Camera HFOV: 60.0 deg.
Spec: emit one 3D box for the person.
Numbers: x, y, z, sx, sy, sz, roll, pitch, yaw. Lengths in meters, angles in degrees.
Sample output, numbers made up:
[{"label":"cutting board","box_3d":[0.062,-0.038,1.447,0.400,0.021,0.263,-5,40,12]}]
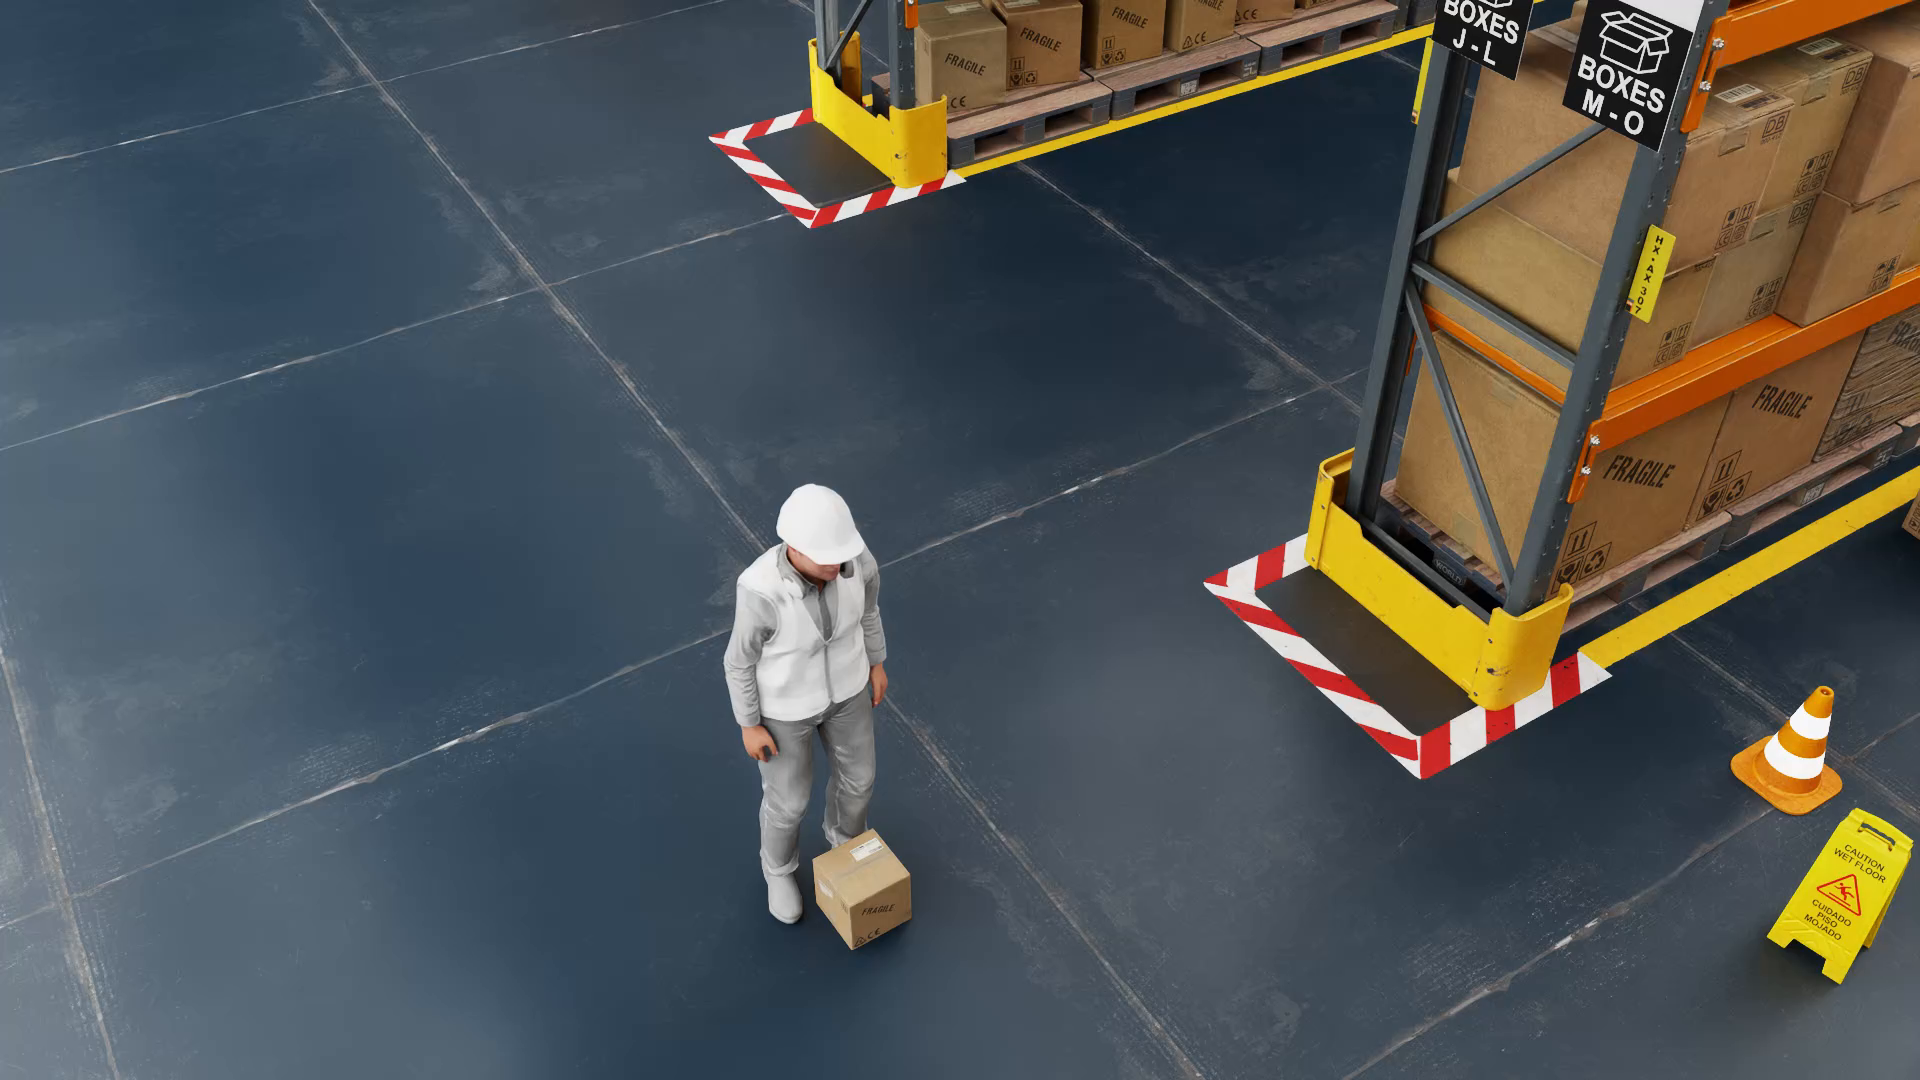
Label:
[{"label":"person","box_3d":[-0.485,0.513,5.537,0.582,1.769,0.476,-25,46,-26]}]
